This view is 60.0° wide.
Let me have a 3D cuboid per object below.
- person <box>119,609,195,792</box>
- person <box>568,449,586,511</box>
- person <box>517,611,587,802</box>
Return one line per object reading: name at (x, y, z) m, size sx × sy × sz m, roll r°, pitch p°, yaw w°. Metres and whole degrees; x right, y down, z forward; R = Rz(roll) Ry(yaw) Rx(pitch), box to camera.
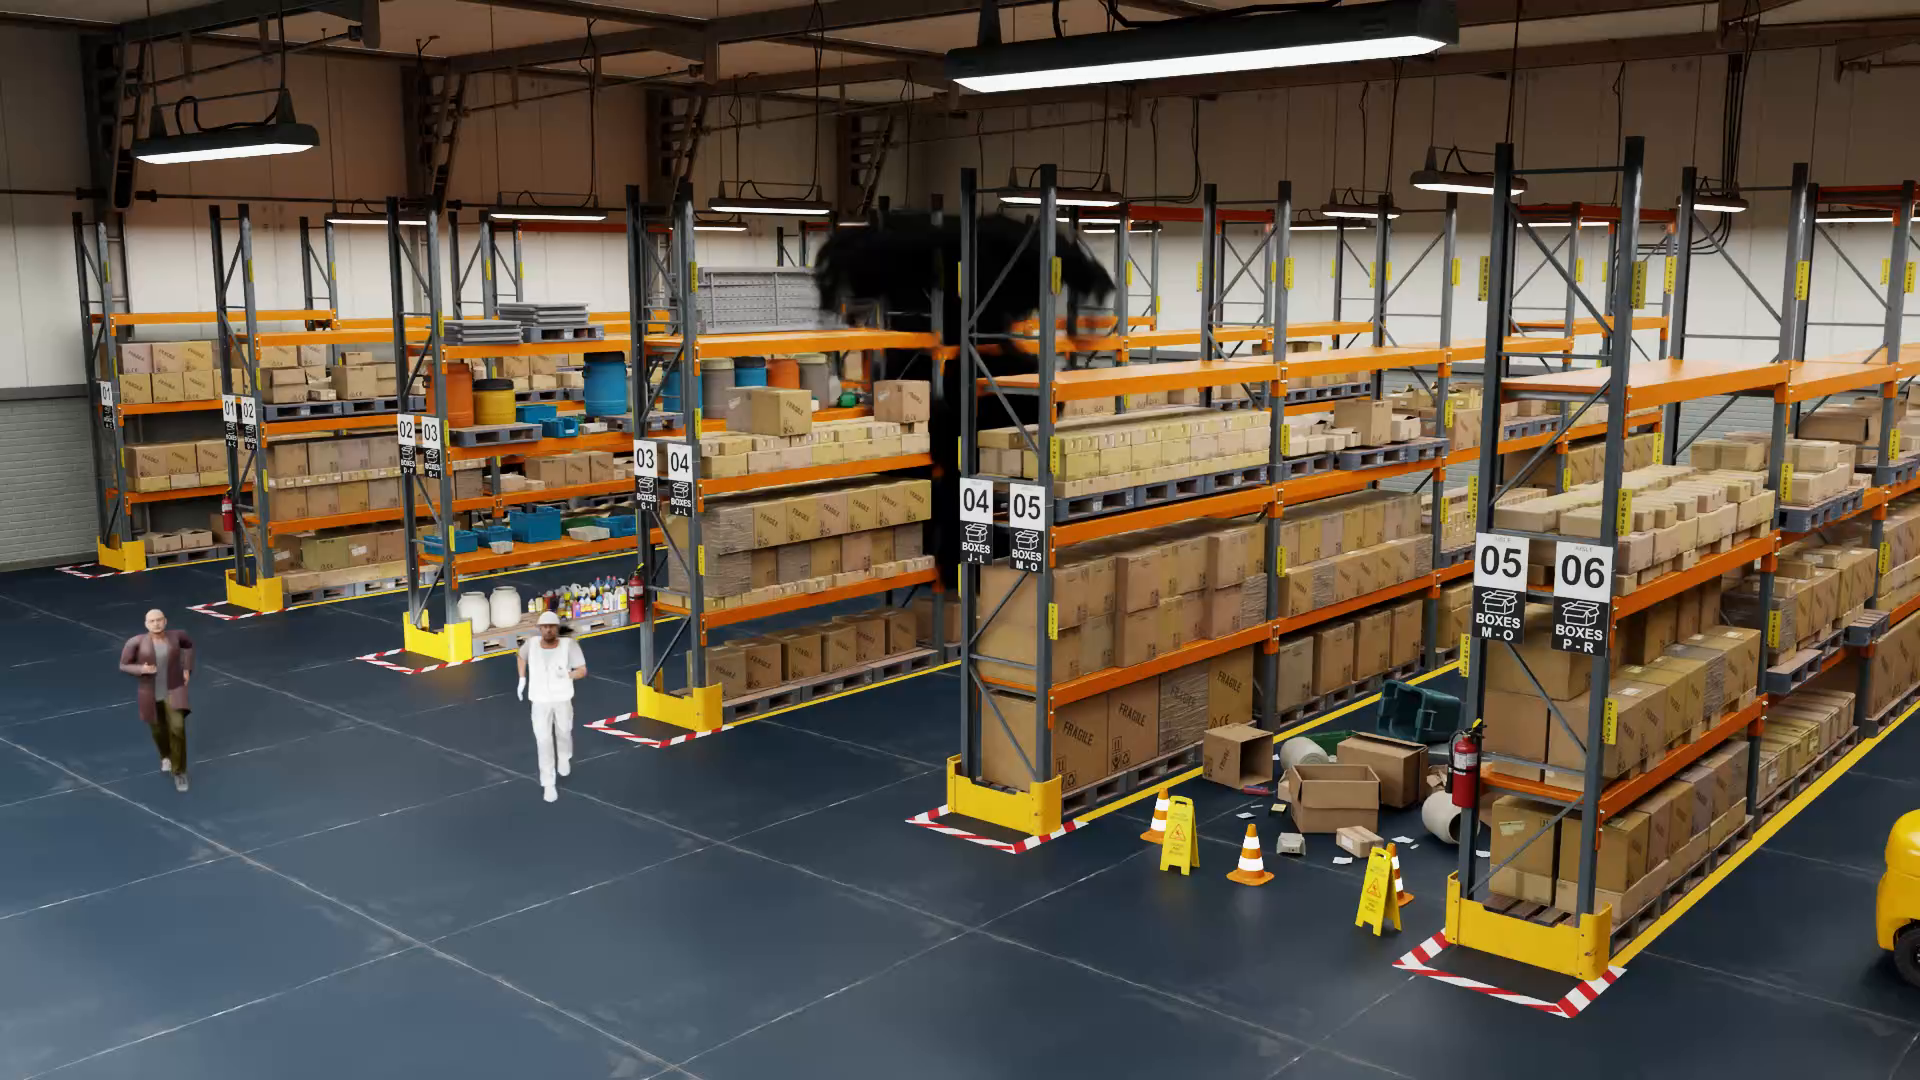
person at (-7.975, 1.575, 16.592) m, size 0.679 × 1.840 × 0.903 m, roll -4°, pitch 10°, yaw -23°
person at (-7.326, -0.923, 31.818) m, size 0.530 × 1.648 × 0.555 m, roll -9°, pitch 13°, yaw -42°
person at (-3.992, 1.562, 16.309) m, size 0.679 × 1.782 × 0.992 m, roll -2°, pitch 10°, yaw -11°
